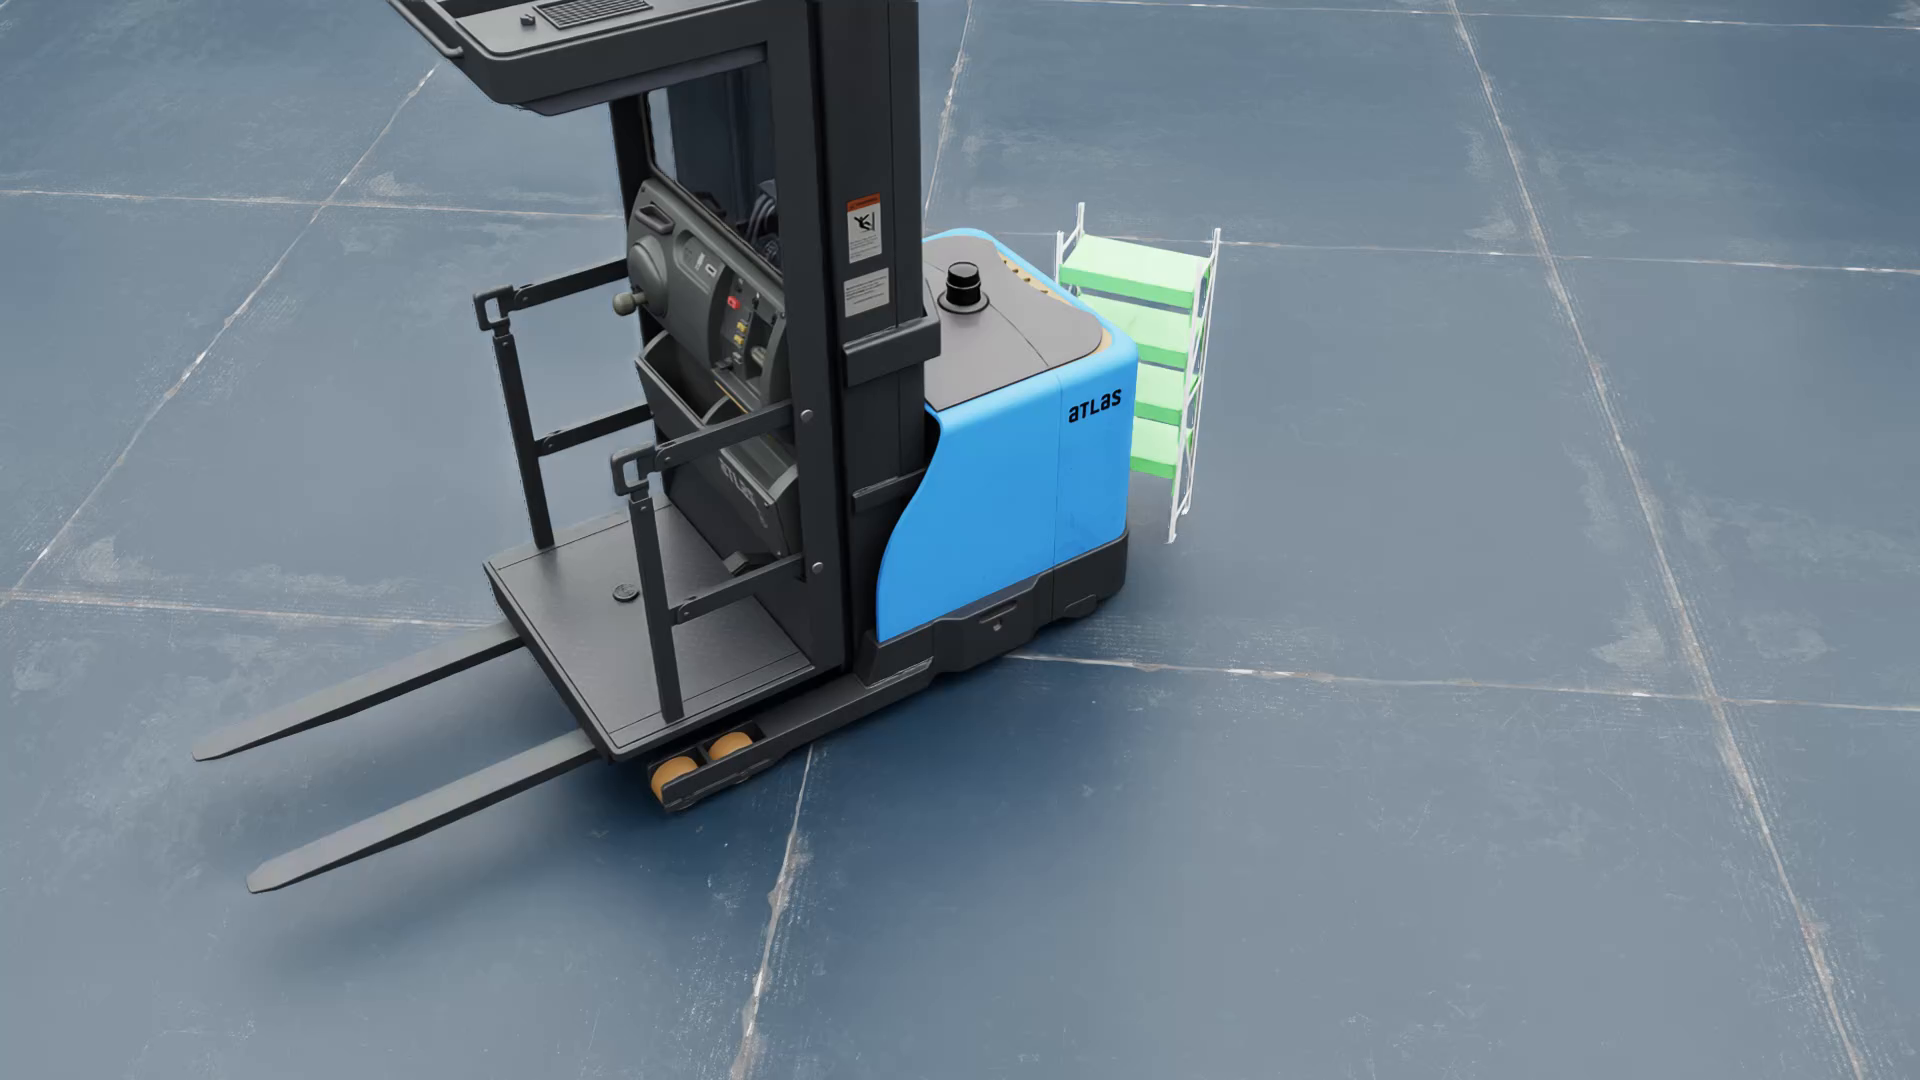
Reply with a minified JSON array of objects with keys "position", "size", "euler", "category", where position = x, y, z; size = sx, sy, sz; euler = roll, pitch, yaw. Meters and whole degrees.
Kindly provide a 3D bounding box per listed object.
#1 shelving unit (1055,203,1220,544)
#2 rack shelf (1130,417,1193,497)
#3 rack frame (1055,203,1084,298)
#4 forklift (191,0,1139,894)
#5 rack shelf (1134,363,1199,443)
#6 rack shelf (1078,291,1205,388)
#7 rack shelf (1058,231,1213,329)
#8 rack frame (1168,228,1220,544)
[{"position":[0.607,-0.580,6.012],"size":[0.503,1.200,0.258],"euler":[14,41,17],"category":"shelving unit"},{"position":[0.607,-0.345,6.204],"size":[0.480,0.148,0.258],"euler":[14,41,17],"category":"rack shelf"},{"position":[0.381,-0.638,6.083],"size":[0.015,1.200,0.240],"euler":[14,41,17],"category":"rack frame"},{"position":[-0.919,-0.674,4.757],"size":[3.031,2.935,1.130],"euler":[-23,44,-25],"category":"forklift"},{"position":[0.607,-0.531,6.053],"size":[0.480,0.148,0.258],"euler":[14,41,17],"category":"rack shelf"},{"position":[0.607,-0.717,5.901],"size":[0.480,0.148,0.258],"euler":[14,41,17],"category":"rack shelf"},{"position":[0.607,-0.903,5.750],"size":[0.480,0.148,0.258],"euler":[14,41,17],"category":"rack shelf"},{"position":[0.833,-0.522,5.941],"size":[0.015,1.200,0.240],"euler":[14,41,17],"category":"rack frame"}]
